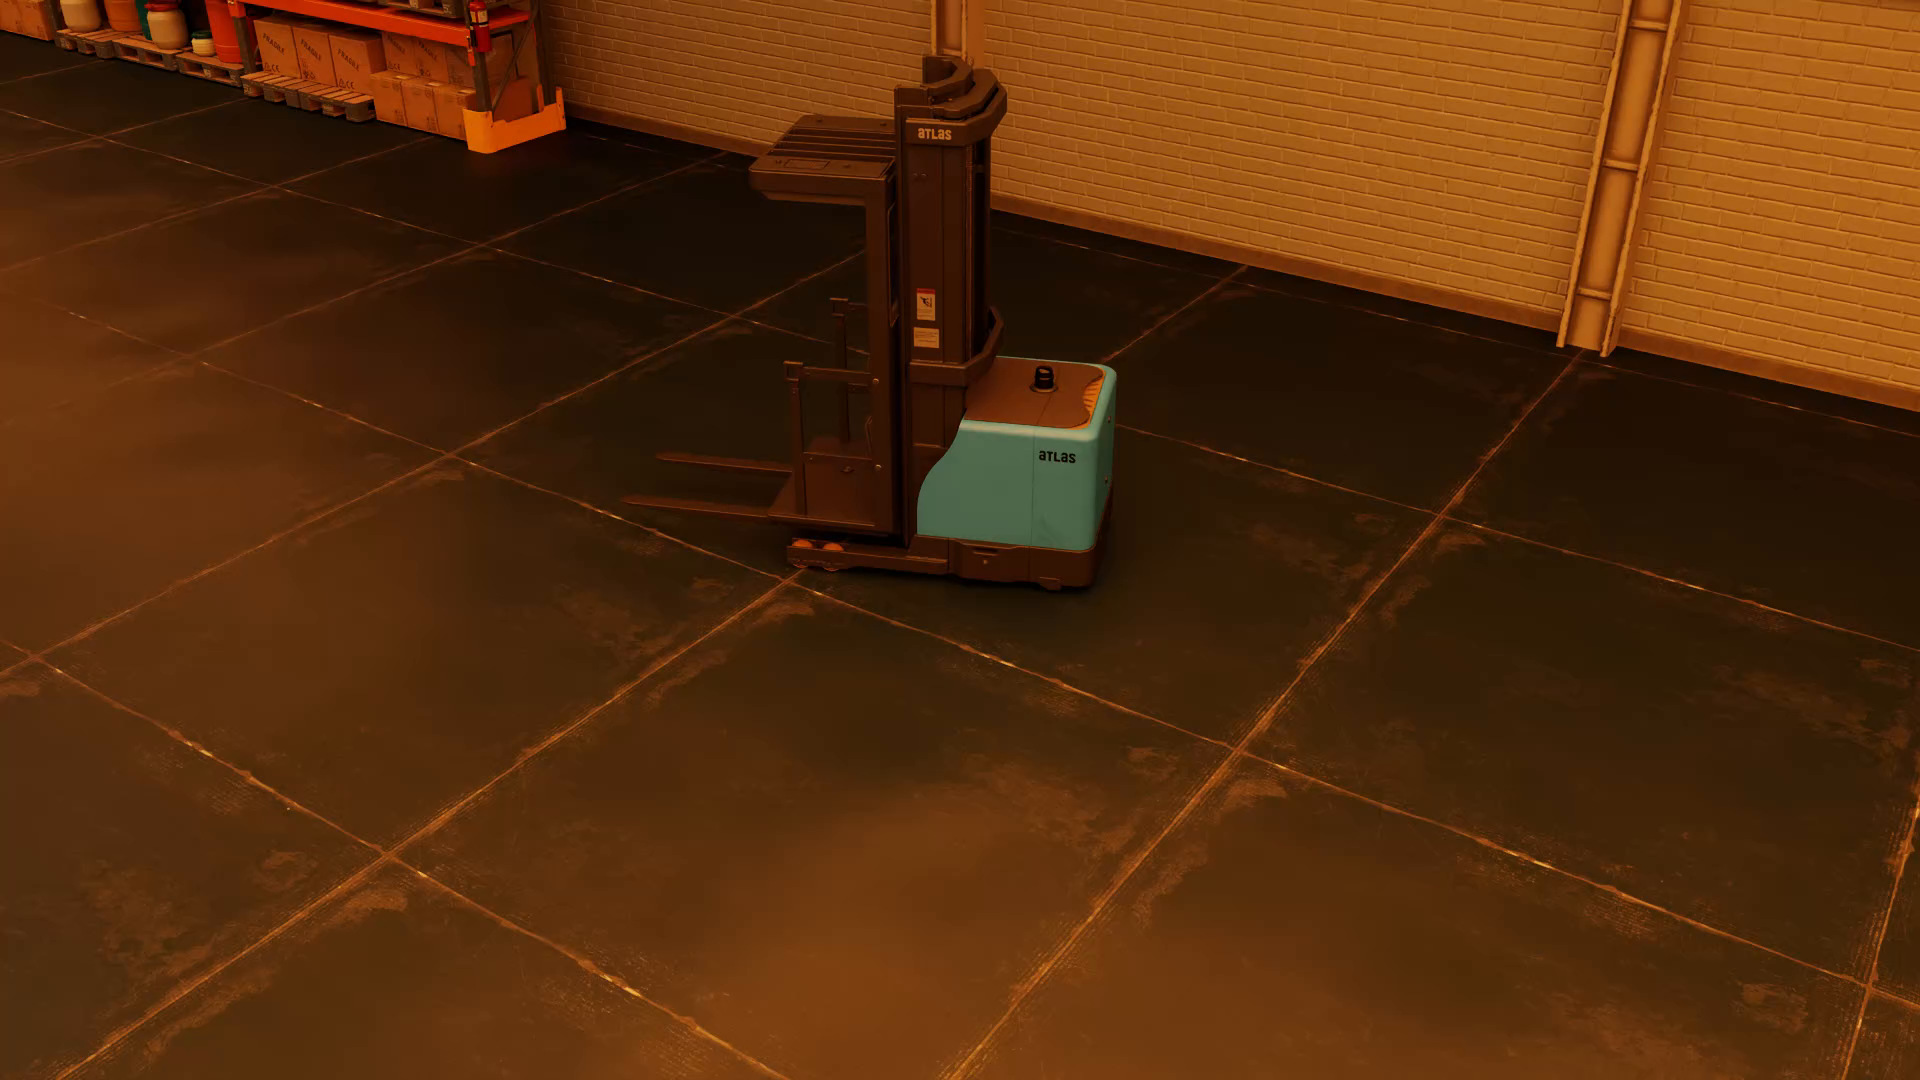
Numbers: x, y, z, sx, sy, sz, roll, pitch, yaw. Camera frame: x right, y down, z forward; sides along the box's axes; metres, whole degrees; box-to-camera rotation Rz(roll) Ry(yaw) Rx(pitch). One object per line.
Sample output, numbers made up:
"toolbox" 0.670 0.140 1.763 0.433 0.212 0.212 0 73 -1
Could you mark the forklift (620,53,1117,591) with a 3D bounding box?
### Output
"forklift" -0.596 -1.330 9.871 3.031 2.935 1.130 6 31 10
